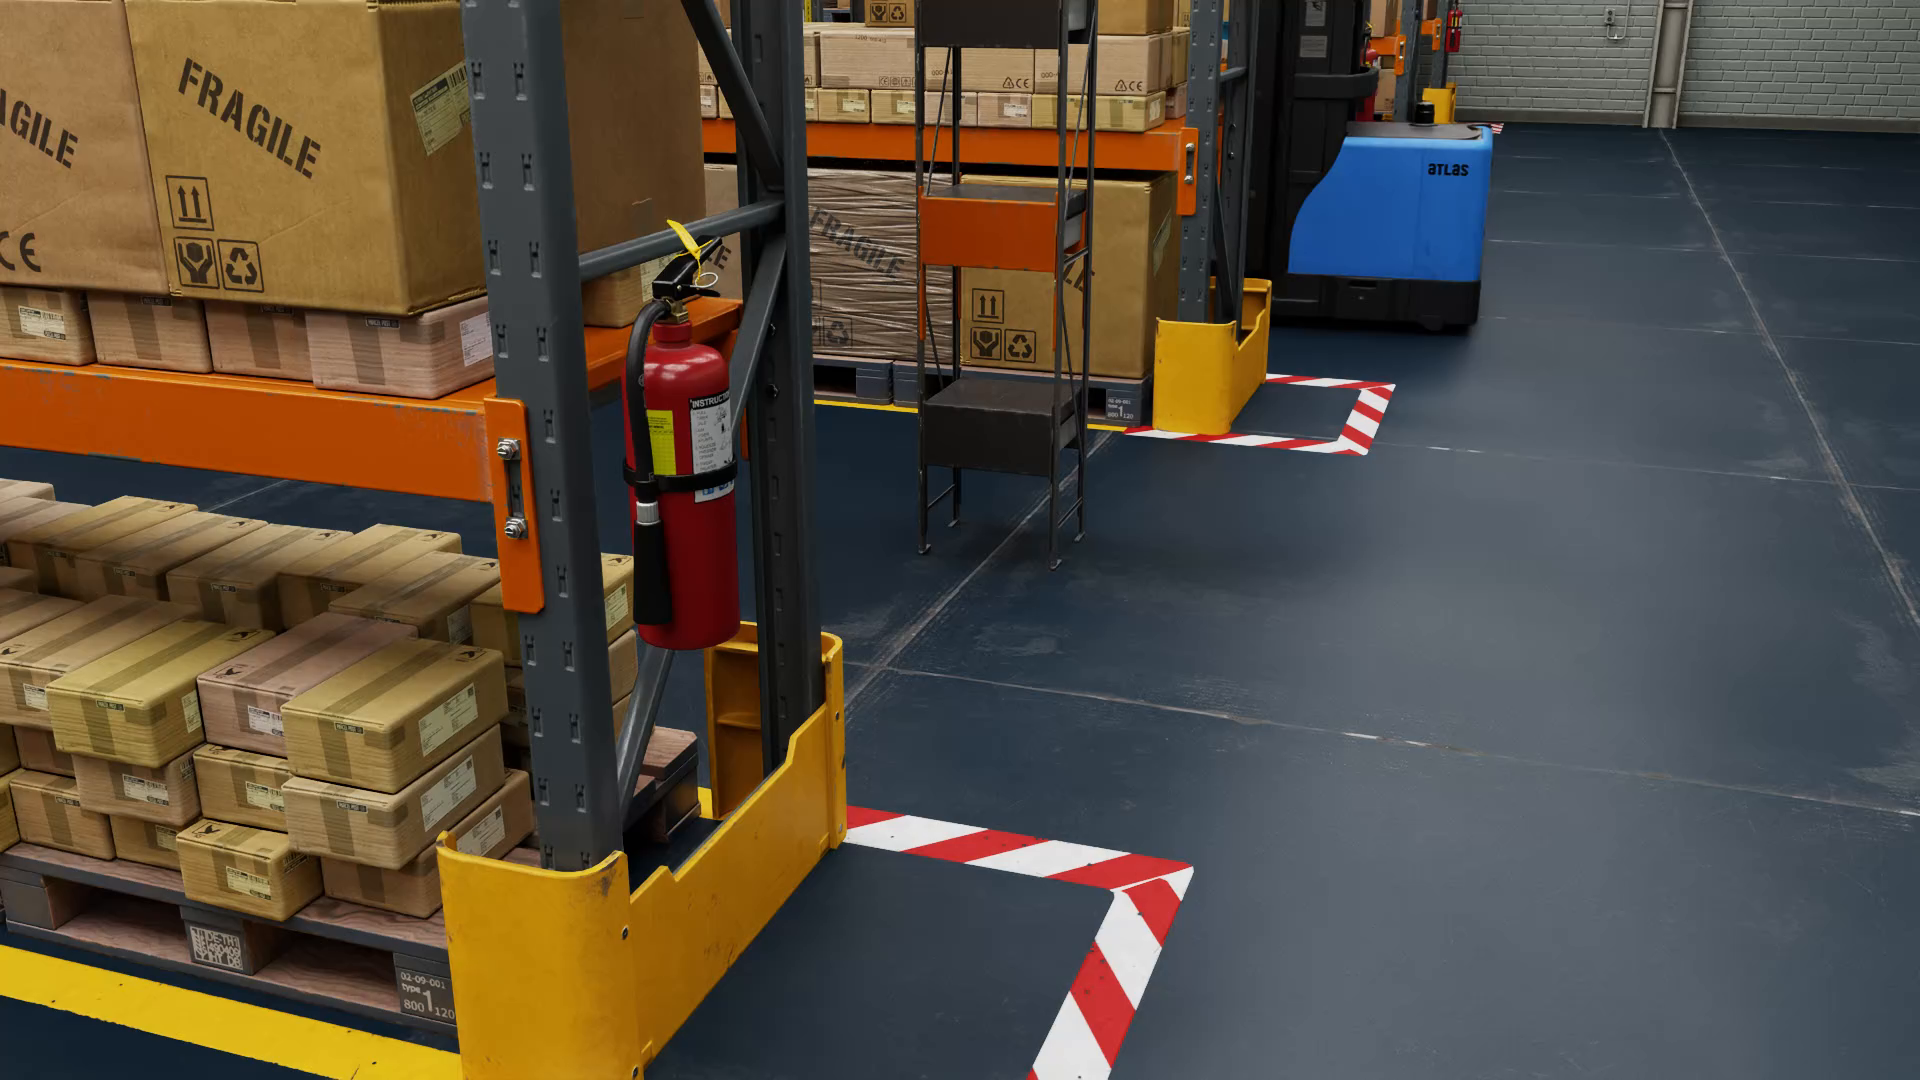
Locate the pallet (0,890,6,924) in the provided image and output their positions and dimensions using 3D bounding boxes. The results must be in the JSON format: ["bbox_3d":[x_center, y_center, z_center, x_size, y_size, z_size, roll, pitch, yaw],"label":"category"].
[{"bbox_3d":[-2.515,0.531,4.233,1.213,0.211,1.003,7,20,18],"label":"pallet"}]

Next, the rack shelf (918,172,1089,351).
[{"bbox_3d":[0.156,-0.961,5.684,0.480,0.518,0.431,7,20,18],"label":"rack shelf"}]

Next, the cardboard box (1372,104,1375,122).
[{"bbox_3d":[3.845,-4.167,16.603,0.500,0.500,0.500,7,20,18],"label":"cardboard box"}]

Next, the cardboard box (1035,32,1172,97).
[{"bbox_3d":[0.640,-2.117,7.370,0.500,0.250,0.500,6,20,17],"label":"cardboard box"}]

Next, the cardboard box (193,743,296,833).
[{"bbox_3d":[-1.360,0.447,3.477,0.250,0.149,0.380,6,20,17],"label":"cardboard box"}]

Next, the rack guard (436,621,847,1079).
[{"bbox_3d":[-0.610,0.625,3.522,0.348,0.500,1.175,7,20,18],"label":"rack guard"}]

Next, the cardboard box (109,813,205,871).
[{"bbox_3d":[-1.602,0.558,3.613,0.250,0.149,0.380,6,20,18],"label":"cardboard box"}]

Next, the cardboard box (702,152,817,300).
[{"bbox_3d":[-1.146,-1.512,8.446,0.875,0.875,0.875,7,20,18],"label":"cardboard box"}]

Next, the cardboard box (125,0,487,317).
[{"bbox_3d":[-1.047,-0.703,2.932,0.500,0.500,0.500,7,20,19],"label":"cardboard box"}]

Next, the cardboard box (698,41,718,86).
[{"bbox_3d":[-1.277,-2.338,8.002,0.500,0.250,0.500,7,20,19],"label":"cardboard box"}]

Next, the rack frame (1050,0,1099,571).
[{"bbox_3d":[0.387,-0.947,5.604,0.015,2.100,0.400,7,20,18],"label":"rack frame"}]

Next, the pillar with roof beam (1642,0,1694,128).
[{"bbox_3d":[7.483,-8.170,15.843,0.400,9.000,9.100,7,20,18],"label":"pillar with roof beam"}]

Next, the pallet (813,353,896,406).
[{"bbox_3d":[-0.745,-0.956,8.497,1.213,0.211,1.003,7,20,18],"label":"pallet"}]

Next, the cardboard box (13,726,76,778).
[{"bbox_3d":[-1.842,0.376,3.682,0.250,0.149,0.380,6,20,17],"label":"cardboard box"}]

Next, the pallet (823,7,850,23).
[{"bbox_3d":[-1.279,-5.723,18.228,1.213,0.211,1.003,7,20,18],"label":"pallet"}]

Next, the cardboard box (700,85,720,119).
[{"bbox_3d":[-1.199,-2.116,7.972,0.250,0.149,0.380,7,20,19],"label":"cardboard box"}]

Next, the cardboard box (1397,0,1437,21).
[{"bbox_3d":[5.576,-6.892,20.835,0.700,0.700,0.980,7,21,21],"label":"cardboard box"}]

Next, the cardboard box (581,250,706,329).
[{"bbox_3d":[-0.737,-0.565,3.522,0.250,0.149,0.380,6,20,18],"label":"cardboard box"}]

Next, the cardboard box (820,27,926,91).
[{"bbox_3d":[-0.320,-2.227,7.685,0.500,0.250,0.500,6,20,16],"label":"cardboard box"}]

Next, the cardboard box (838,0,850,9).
[{"bbox_3d":[-1.029,-6.007,17.962,0.500,0.500,0.700,1,19,4],"label":"cardboard box"}]

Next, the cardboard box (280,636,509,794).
[{"bbox_3d":[-1.122,0.342,3.328,0.250,0.149,0.380,7,20,19],"label":"cardboard box"}]

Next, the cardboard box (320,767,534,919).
[{"bbox_3d":[-1.104,0.609,3.465,0.250,0.149,0.380,7,20,19],"label":"cardboard box"}]

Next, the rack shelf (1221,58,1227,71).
[{"bbox_3d":[0.921,-3.494,12.636,4.000,0.370,1.077,7,20,18],"label":"rack shelf"}]

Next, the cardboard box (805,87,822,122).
[{"bbox_3d":[-0.704,-2.061,7.812,0.250,0.149,0.380,7,20,19],"label":"cardboard box"}]

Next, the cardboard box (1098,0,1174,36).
[{"bbox_3d":[0.638,-2.473,7.249,0.500,0.500,0.500,7,20,19],"label":"cardboard box"}]

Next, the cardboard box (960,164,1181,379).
[{"bbox_3d":[0.554,-1.317,7.888,0.875,0.875,0.875,7,20,18],"label":"cardboard box"}]

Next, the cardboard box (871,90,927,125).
[{"bbox_3d":[-0.225,-2.005,7.654,0.250,0.149,0.380,6,20,17],"label":"cardboard box"}]

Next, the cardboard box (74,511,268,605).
[{"bbox_3d":[-1.938,0.065,4.123,0.250,0.149,0.380,7,21,20],"label":"cardboard box"}]

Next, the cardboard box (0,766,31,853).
[{"bbox_3d":[-2.101,0.527,3.701,0.250,0.149,0.380,6,20,16],"label":"cardboard box"}]

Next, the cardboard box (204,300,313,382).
[{"bbox_3d":[-1.162,-0.414,3.088,0.250,0.149,0.380,6,20,18],"label":"cardboard box"}]

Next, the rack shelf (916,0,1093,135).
[{"bbox_3d":[0.156,-1.622,5.453,0.480,0.518,0.431,7,20,18],"label":"rack shelf"}]

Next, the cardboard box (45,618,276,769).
[{"bbox_3d":[-1.627,0.308,3.424,0.250,0.149,0.380,6,20,17],"label":"cardboard box"}]

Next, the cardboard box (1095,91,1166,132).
[{"bbox_3d":[0.740,-1.895,7.338,0.250,0.149,0.380,7,20,19],"label":"cardboard box"}]

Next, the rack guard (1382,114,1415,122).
[{"bbox_3d":[4.367,-3.986,16.750,0.348,0.500,1.175,7,20,18],"label":"rack guard"}]

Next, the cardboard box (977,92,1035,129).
[{"bbox_3d":[0.256,-1.951,7.497,0.250,0.149,0.380,7,20,18],"label":"cardboard box"}]

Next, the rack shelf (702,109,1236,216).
[{"bbox_3d":[-0.705,-1.954,8.219,4.000,0.370,1.077,7,20,18],"label":"rack shelf"}]

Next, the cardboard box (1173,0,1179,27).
[{"bbox_3d":[2.009,-5.388,16.825,0.500,0.500,0.500,6,20,18],"label":"cardboard box"}]

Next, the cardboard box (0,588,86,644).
[{"bbox_3d":[-2.122,0.249,3.594,0.250,0.149,0.380,7,21,20],"label":"cardboard box"}]

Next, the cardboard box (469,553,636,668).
[{"bbox_3d":[-0.922,0.158,3.855,0.250,0.149,0.380,6,20,16],"label":"cardboard box"}]

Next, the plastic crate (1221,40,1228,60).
[{"bbox_3d":[1.980,-3.554,12.023,0.243,0.136,0.396,7,20,18],"label":"plastic crate"}]

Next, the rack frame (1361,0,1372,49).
[{"bbox_3d":[2.810,-3.618,11.898,0.127,3.000,1.000,7,20,18],"label":"rack frame"}]

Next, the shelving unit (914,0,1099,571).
[{"bbox_3d":[0.156,-0.974,5.679,0.503,2.100,0.431,7,20,18],"label":"shelving unit"}]

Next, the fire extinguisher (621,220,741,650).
[{"bbox_3d":[-0.452,-0.163,2.672,0.183,0.674,0.296,7,20,18],"label":"fire extinguisher"}]

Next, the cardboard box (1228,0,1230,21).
[{"bbox_3d":[2.966,-5.279,16.512,0.500,0.500,0.500,7,20,18],"label":"cardboard box"}]

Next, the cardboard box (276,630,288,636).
[{"bbox_3d":[-1.656,0.217,4.138,0.250,0.149,0.380,7,20,20],"label":"cardboard box"}]

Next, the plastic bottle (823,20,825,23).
[{"bbox_3d":[-1.175,-4.167,13.651,0.133,0.283,0.061,7,20,18],"label":"plastic bottle"}]

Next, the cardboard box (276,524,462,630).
[{"bbox_3d":[-1.418,0.099,4.026,0.250,0.149,0.380,6,20,18],"label":"cardboard box"}]

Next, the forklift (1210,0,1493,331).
[{"bbox_3d":[1.591,-2.824,9.725,3.031,2.935,1.130,6,20,16],"label":"forklift"}]

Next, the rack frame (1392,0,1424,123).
[{"bbox_3d":[4.439,-5.158,16.315,0.127,3.000,1.000,7,20,18],"label":"rack frame"}]

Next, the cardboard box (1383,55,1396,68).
[{"bbox_3d":[5.551,-6.116,21.238,0.250,0.149,0.380,7,20,18],"label":"cardboard box"}]

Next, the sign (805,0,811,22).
[{"bbox_3d":[-1.151,-4.010,12.602,0.005,0.325,0.100,7,20,18],"label":"sign"}]

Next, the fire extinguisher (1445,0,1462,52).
[{"bbox_3d":[6.052,-6.326,20.351,0.183,0.674,0.296,7,20,18],"label":"fire extinguisher"}]

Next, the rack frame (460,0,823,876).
[{"bbox_3d":[-0.539,-0.547,3.088,0.127,3.000,1.000,7,20,18],"label":"rack frame"}]

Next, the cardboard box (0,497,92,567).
[{"bbox_3d":[-2.440,0.025,4.238,0.250,0.149,0.380,7,20,18],"label":"cardboard box"}]

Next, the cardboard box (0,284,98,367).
[{"bbox_3d":[-1.652,-0.457,3.211,0.250,0.149,0.380,7,20,20],"label":"cardboard box"}]

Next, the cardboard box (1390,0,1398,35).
[{"bbox_3d":[4.106,-5.335,16.672,0.500,0.500,0.500,7,20,19],"label":"cardboard box"}]
